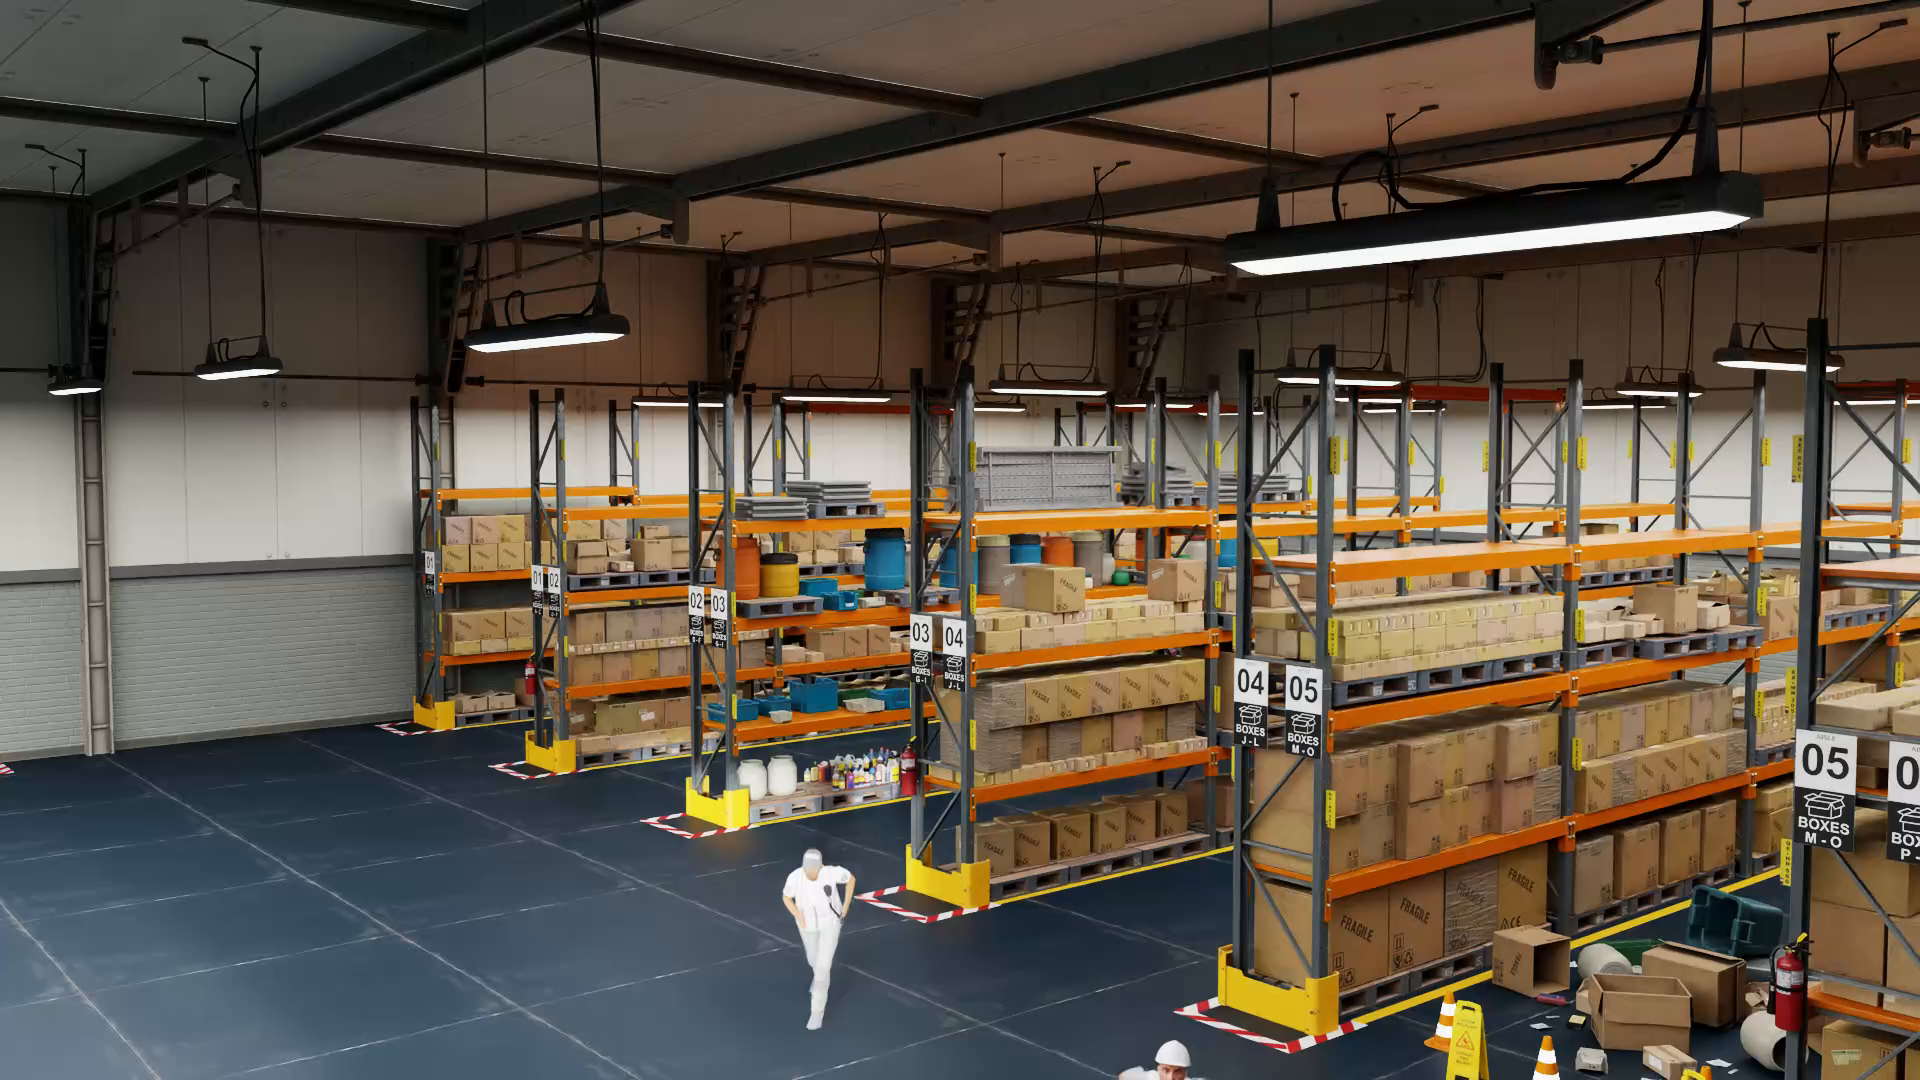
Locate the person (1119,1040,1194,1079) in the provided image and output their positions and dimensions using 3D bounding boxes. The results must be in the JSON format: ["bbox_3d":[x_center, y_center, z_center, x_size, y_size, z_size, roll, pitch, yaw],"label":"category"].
[{"bbox_3d":[1.237,3.709,9.726,0.643,1.700,0.882,0,3,8],"label":"person"}]

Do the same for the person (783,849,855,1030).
[{"bbox_3d":[-1.266,3.512,15.024,0.646,1.628,1.034,0,3,1],"label":"person"}]
